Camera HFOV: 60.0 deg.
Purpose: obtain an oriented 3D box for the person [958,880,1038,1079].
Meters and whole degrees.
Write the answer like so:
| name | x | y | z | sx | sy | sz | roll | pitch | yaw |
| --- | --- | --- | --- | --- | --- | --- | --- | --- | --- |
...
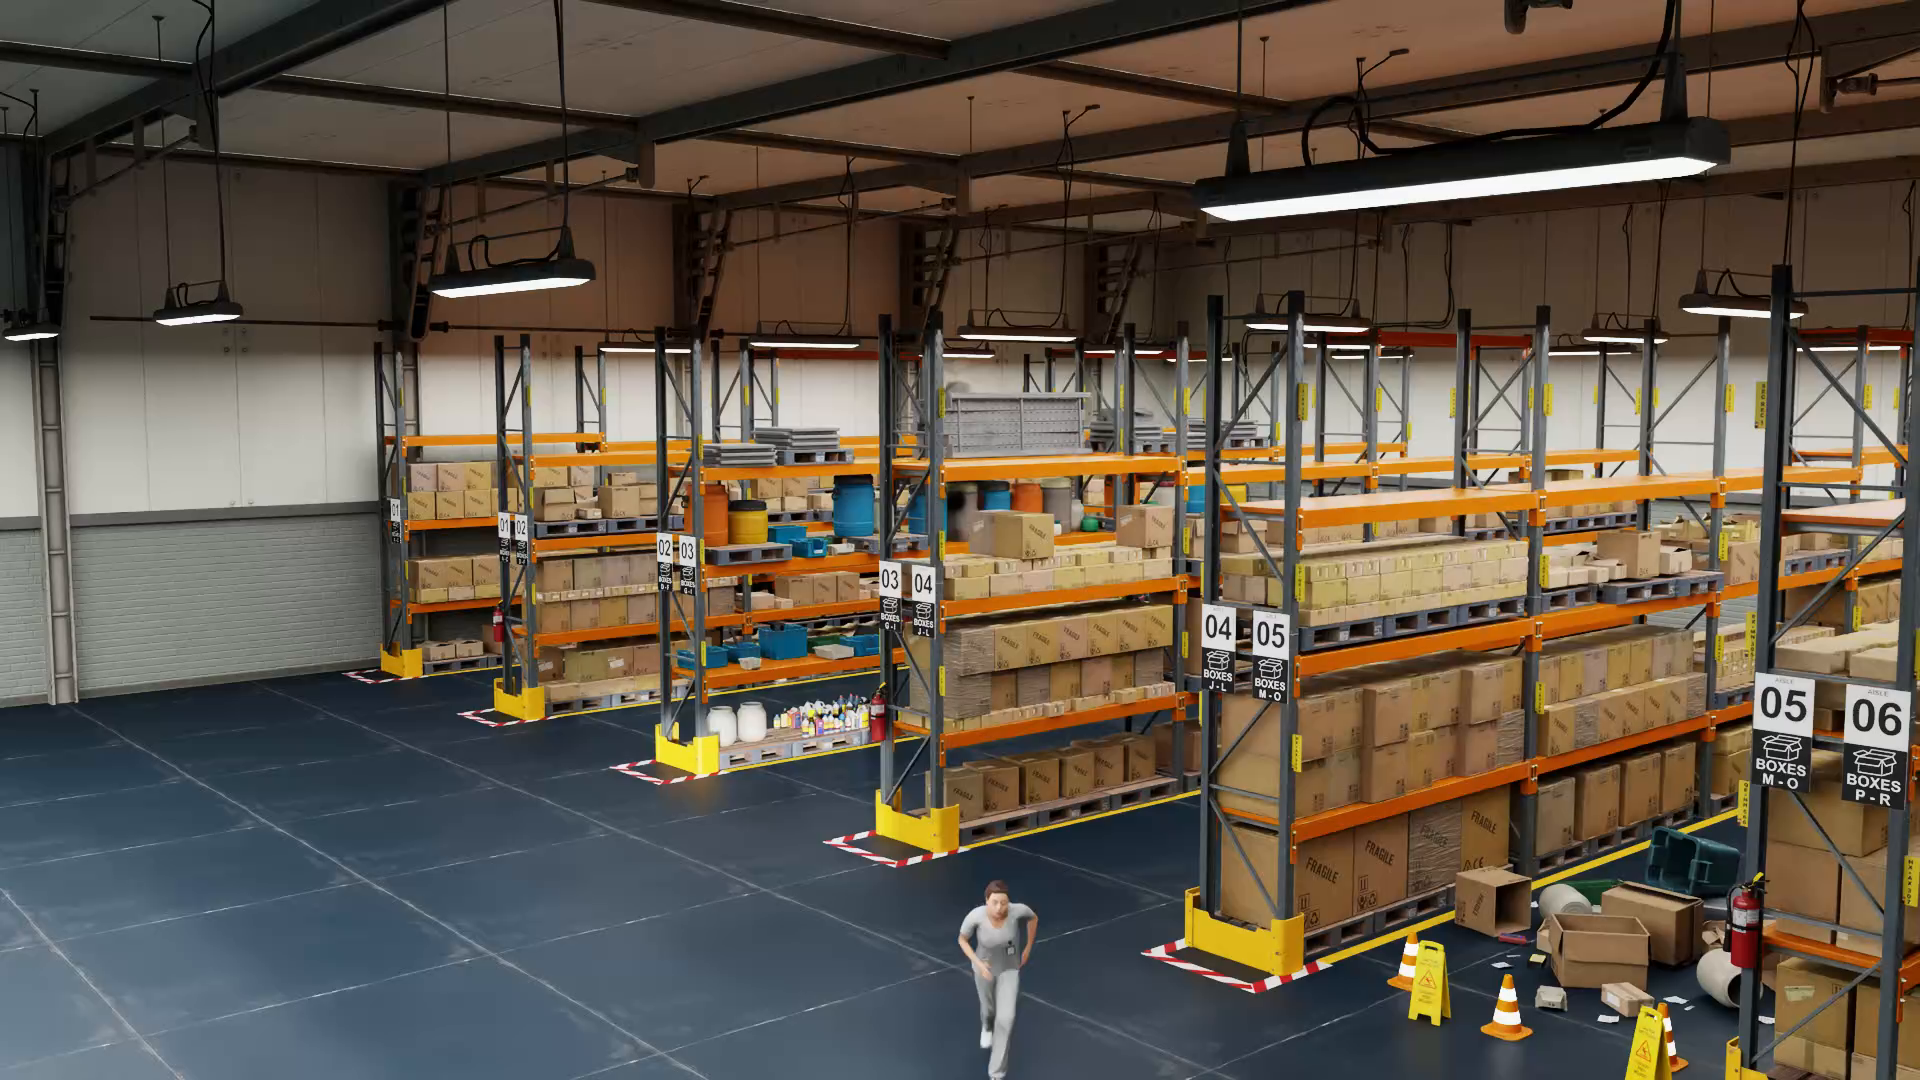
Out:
| name | x | y | z | sx | sy | sz | roll | pitch | yaw |
| --- | --- | --- | --- | --- | --- | --- | --- | --- | --- |
| person | 0.272 | 3.253 | 12.495 | 0.600 | 1.624 | 1.004 | -1 | 5 | -6 |

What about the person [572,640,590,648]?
| name | x | y | z | sx | sy | sz | roll | pitch | yaw |
| --- | --- | --- | --- | --- | --- | --- | --- | --- | --- |
| person | -6.479 | 1.750 | 28.666 | 0.580 | 1.624 | 0.545 | 4 | 7 | 40 |
